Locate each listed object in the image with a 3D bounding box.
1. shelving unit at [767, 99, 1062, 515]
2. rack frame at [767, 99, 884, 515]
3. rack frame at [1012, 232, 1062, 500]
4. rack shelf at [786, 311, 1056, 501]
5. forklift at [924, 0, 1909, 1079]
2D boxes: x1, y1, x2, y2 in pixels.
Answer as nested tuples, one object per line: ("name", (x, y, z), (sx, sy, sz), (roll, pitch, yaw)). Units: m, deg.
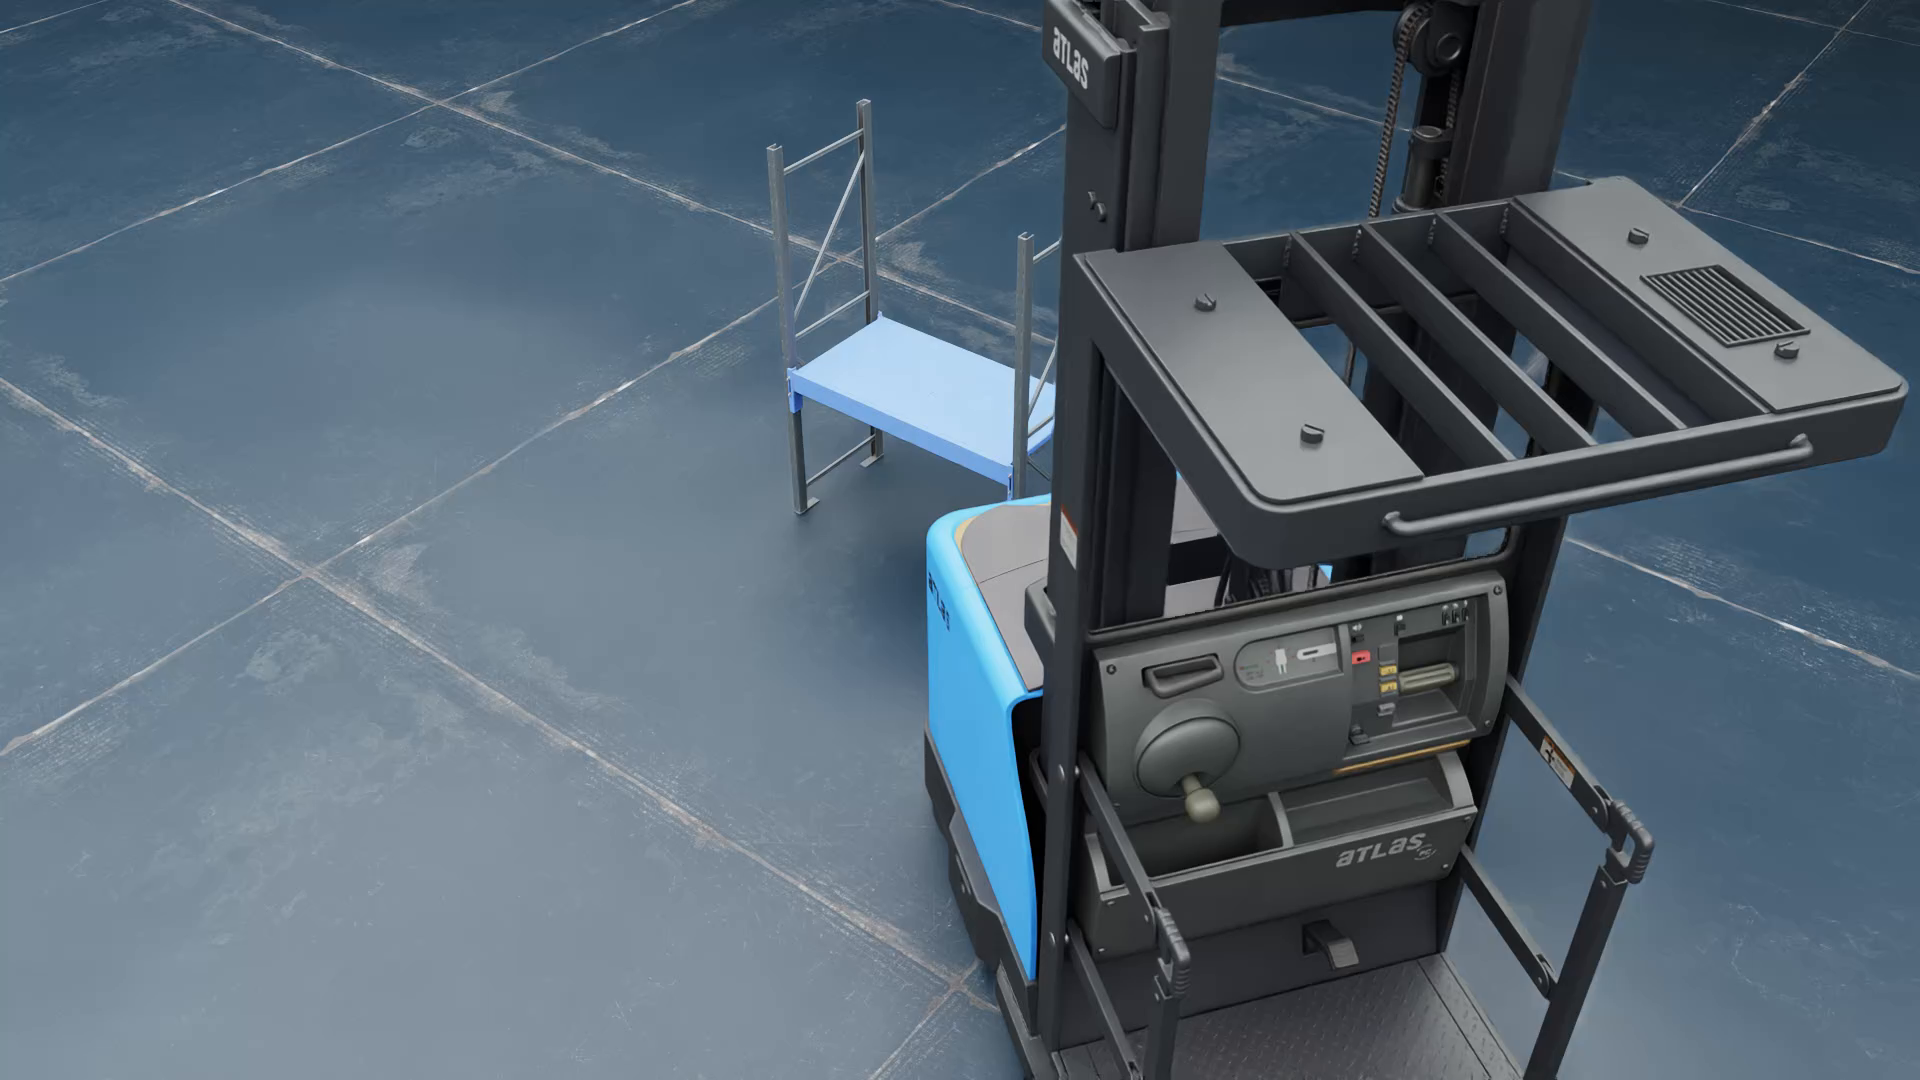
("shelving unit", (-0.068, -0.622, 5.828), (1.048, 1.500, 0.538), (25, 45, 29))
("rack frame", (-0.472, -0.813, 6.072), (0.032, 1.500, 0.500), (25, 45, 29))
("rack frame", (0.336, -0.432, 5.585), (0.032, 1.500, 0.500), (25, 45, 29))
("rack shelf", (-0.068, -0.481, 5.939), (1.000, 0.185, 0.538), (25, 45, 29))
("forklift", (0.798, 0.407, 3.352), (1.130, 2.935, 3.031), (-10, 39, -13))
